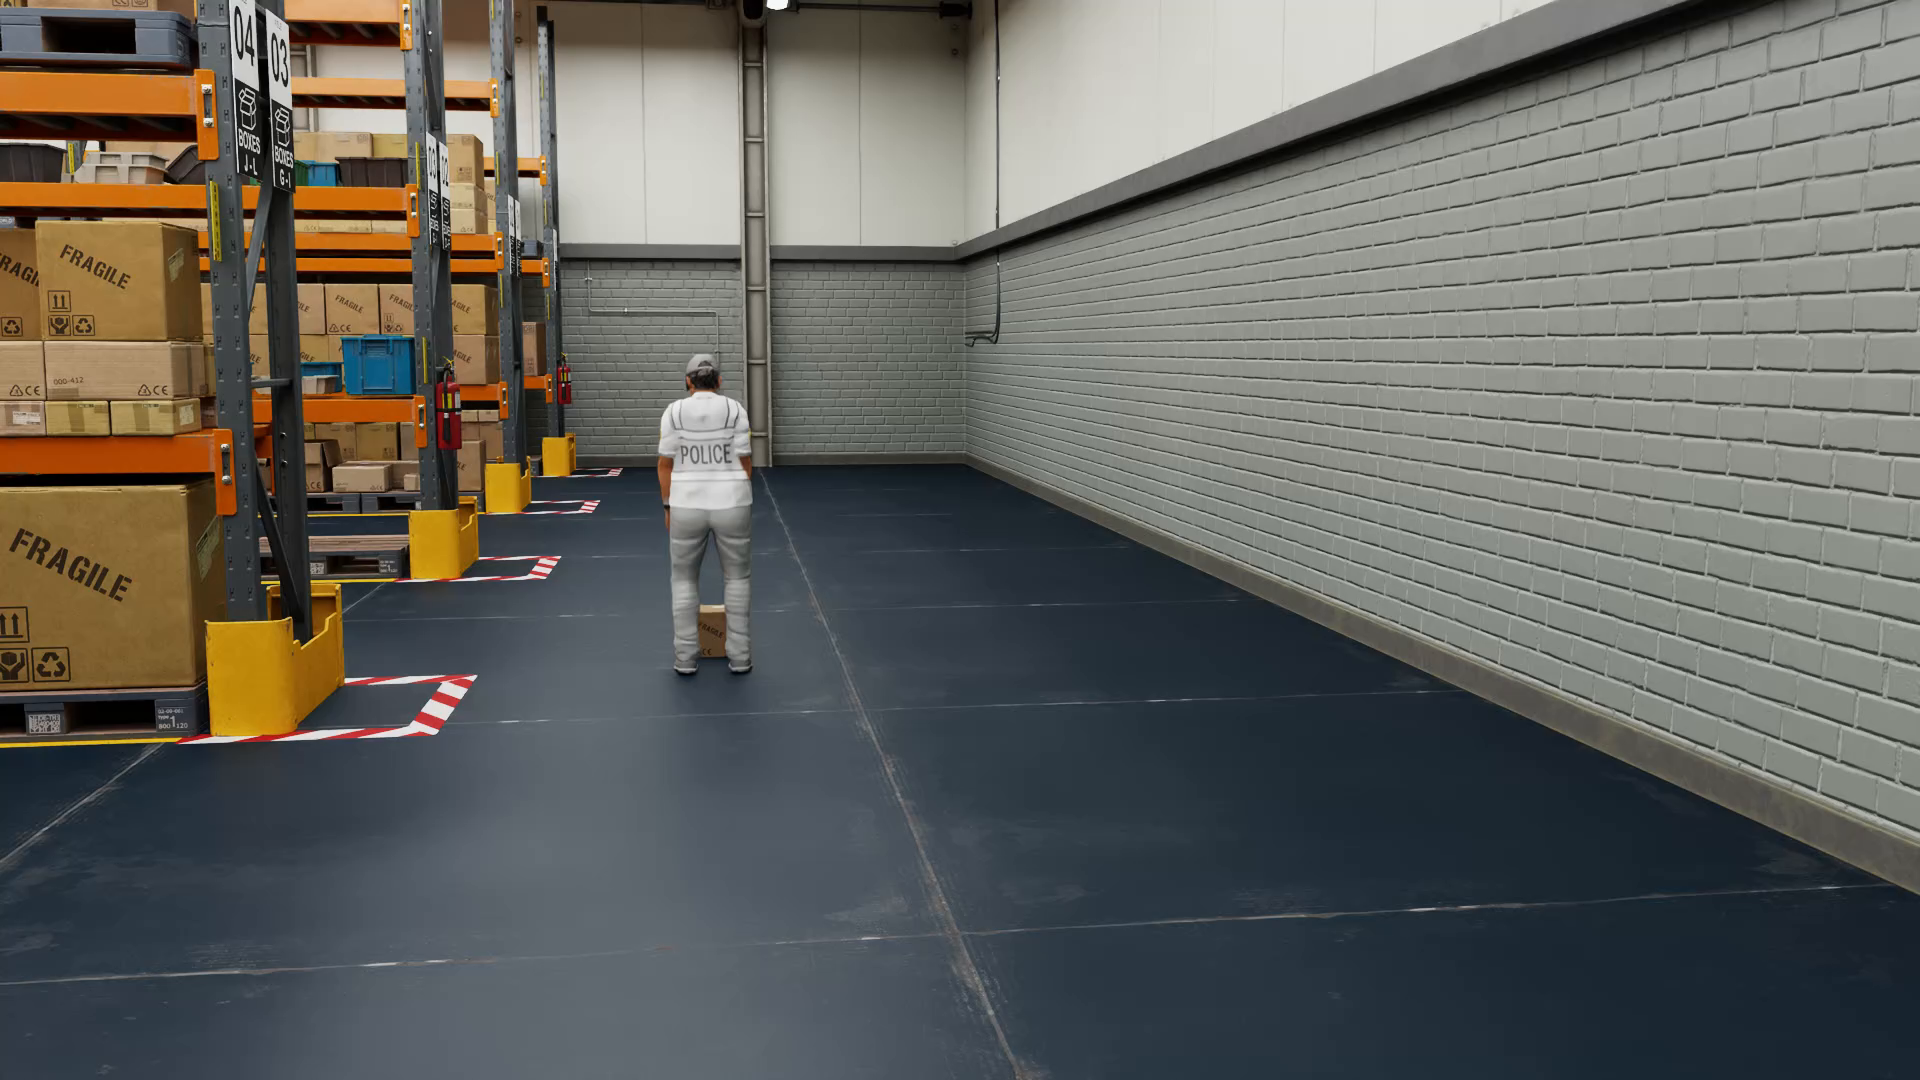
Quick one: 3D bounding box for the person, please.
[{"bbox_3d":[-1.312,-0.130,8.585,0.480,1.646,0.419,-1,7,-8],"label":"person"}]
